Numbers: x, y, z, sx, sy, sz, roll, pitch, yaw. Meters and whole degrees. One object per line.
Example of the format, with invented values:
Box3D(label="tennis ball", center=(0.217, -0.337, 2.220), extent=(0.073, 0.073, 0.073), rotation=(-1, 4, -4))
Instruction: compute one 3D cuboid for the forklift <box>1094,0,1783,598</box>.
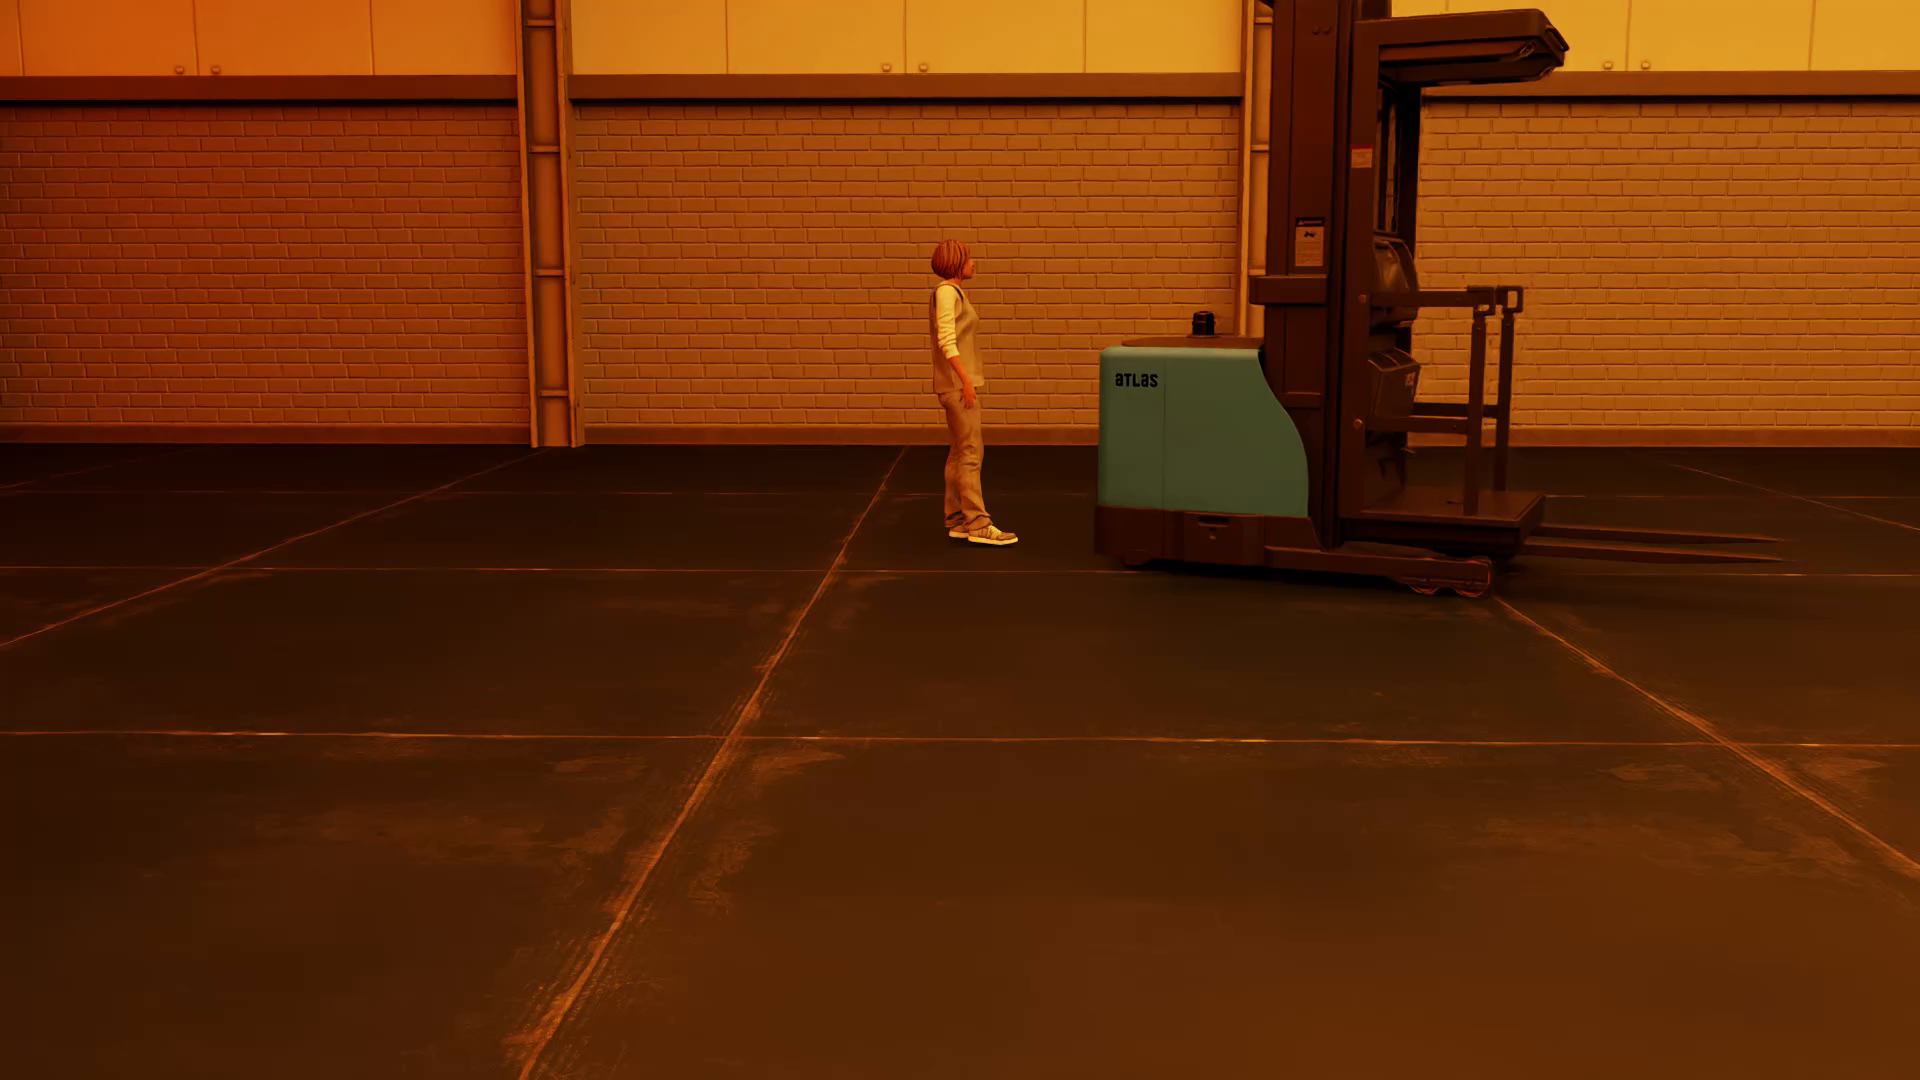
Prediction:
Box3D(label="forklift", center=(2.216, -1.285, 7.708), extent=(3.031, 2.935, 1.130), rotation=(4, 10, 25))

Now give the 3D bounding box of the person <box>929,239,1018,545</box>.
Box3D(label="person", center=(0.074, -0.794, 8.864), extent=(0.473, 1.599, 0.520), rotation=(0, 9, 1))
